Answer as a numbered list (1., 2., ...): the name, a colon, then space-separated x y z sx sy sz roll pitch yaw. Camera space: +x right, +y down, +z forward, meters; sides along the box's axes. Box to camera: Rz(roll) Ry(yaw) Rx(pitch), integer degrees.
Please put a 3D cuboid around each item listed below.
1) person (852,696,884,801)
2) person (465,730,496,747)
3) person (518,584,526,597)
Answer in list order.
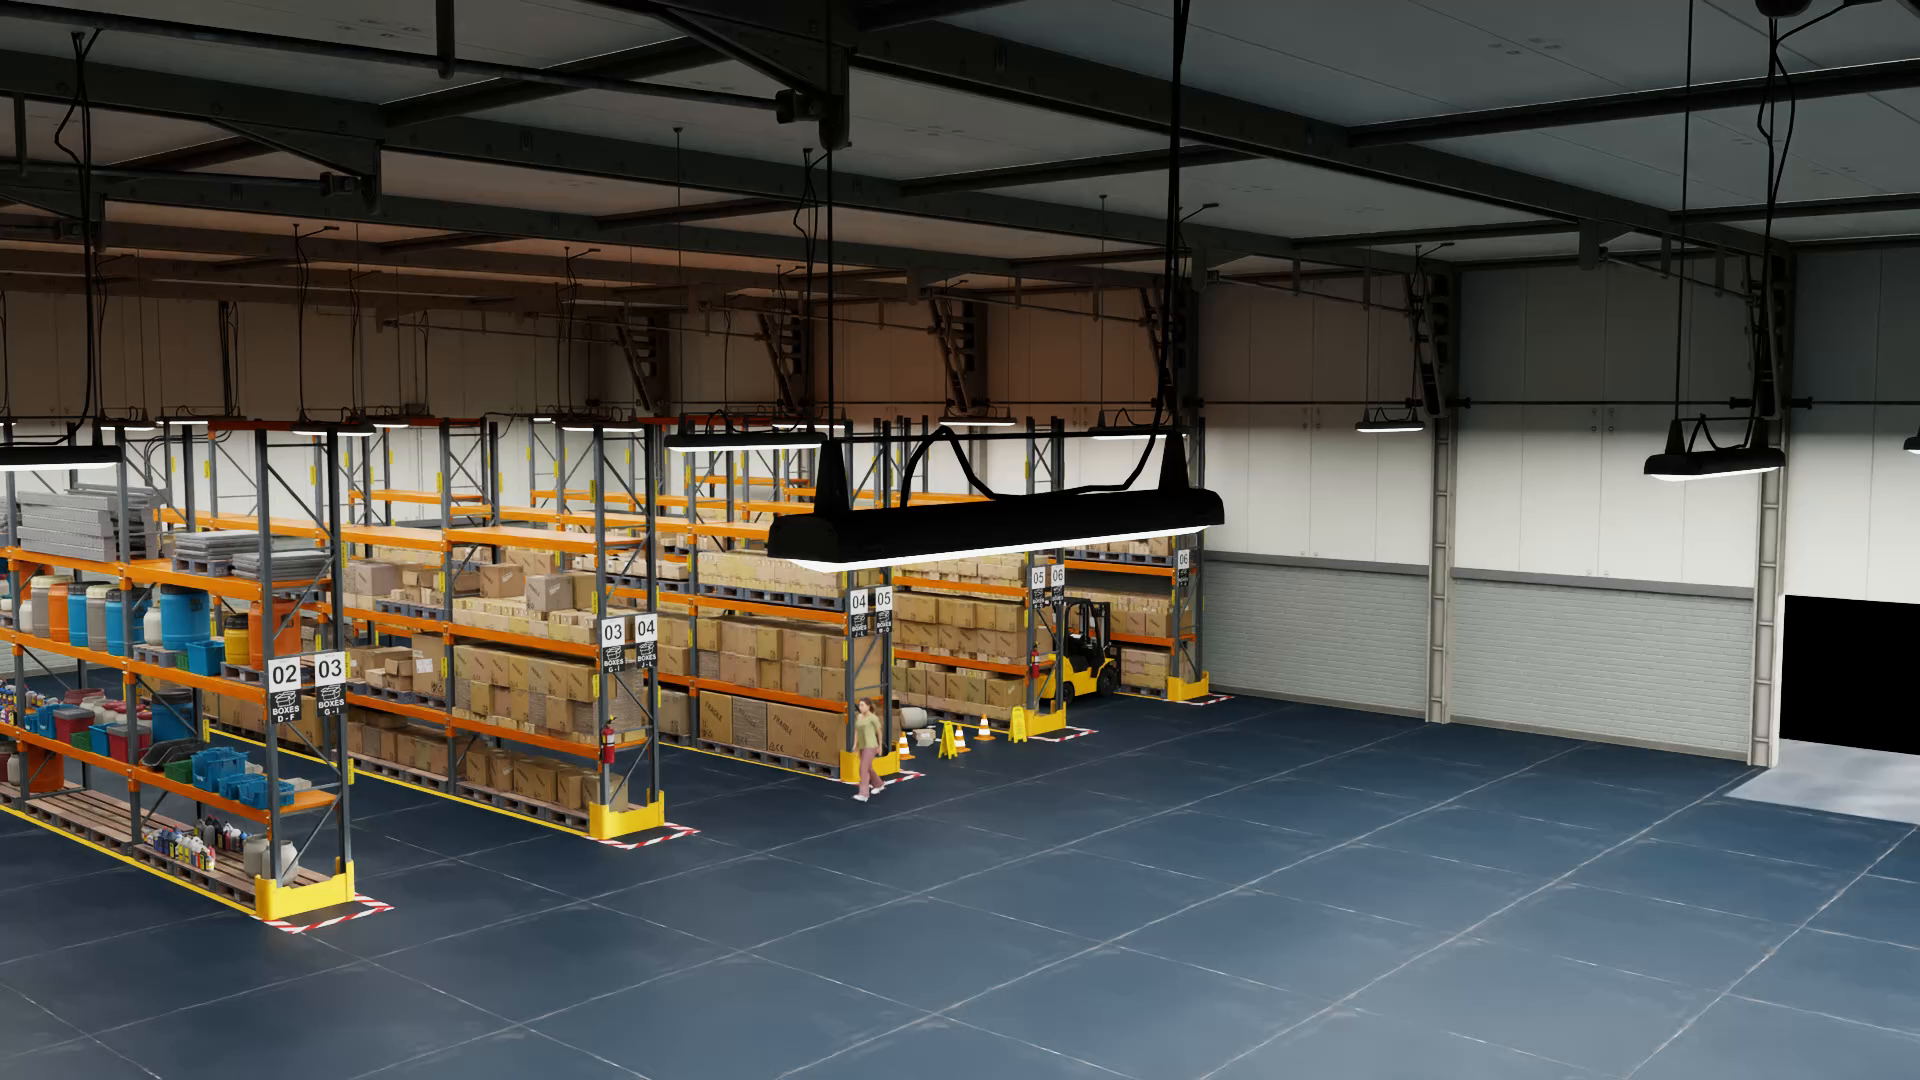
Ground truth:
1. person: -1.462 3.314 26.590 0.747 1.642 0.494 -3 6 -34
2. person: -8.805 2.922 30.539 1.092 1.712 0.636 3 6 32
3. person: -11.425 1.853 43.432 0.595 1.752 0.758 1 5 17
